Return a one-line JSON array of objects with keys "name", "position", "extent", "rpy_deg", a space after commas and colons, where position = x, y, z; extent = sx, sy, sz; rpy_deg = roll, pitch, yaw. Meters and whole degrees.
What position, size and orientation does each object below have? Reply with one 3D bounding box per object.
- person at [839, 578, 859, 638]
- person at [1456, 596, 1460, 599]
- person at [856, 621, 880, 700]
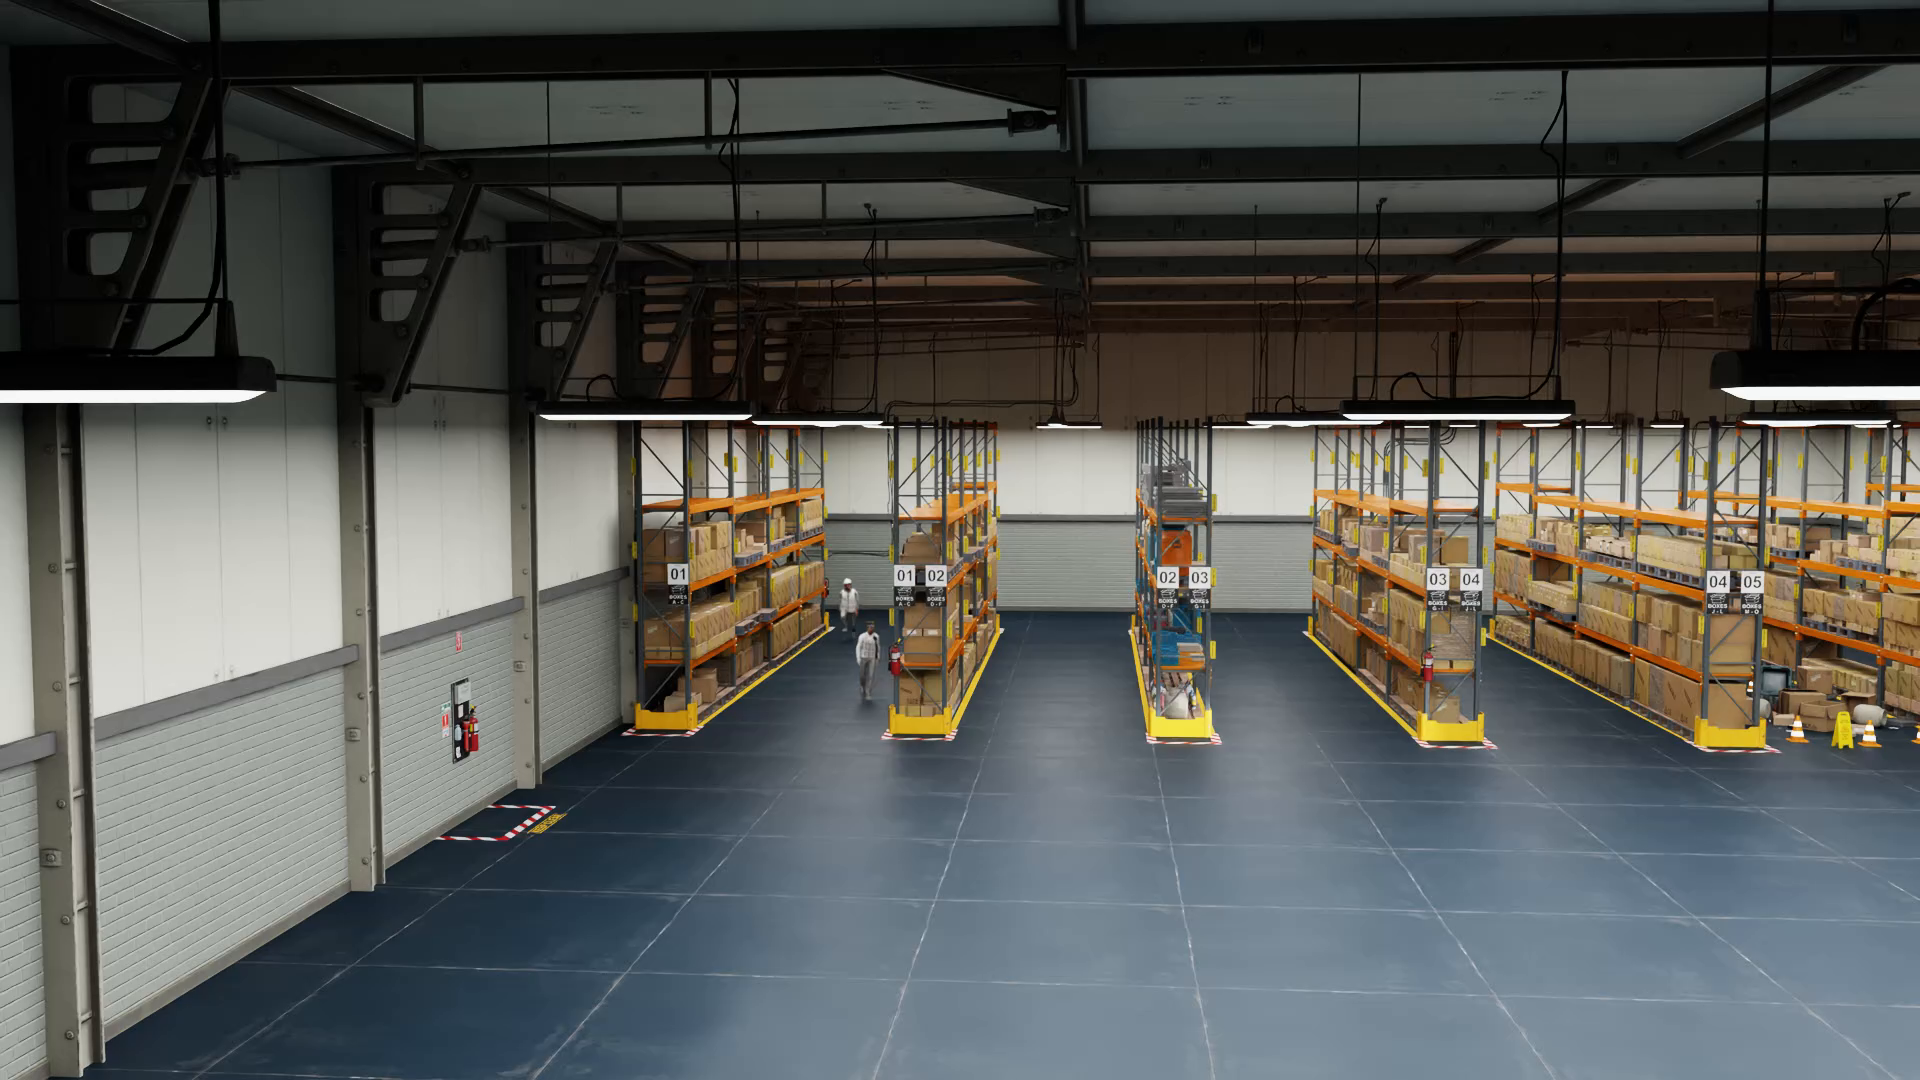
[{"name": "person", "position": [-3.015, 1.873, 45.226], "extent": [0.546, 1.677, 1.002], "rpy_deg": [0, 4, 1]}, {"name": "person", "position": [14.529, 1.757, 48.134], "extent": [0.484, 1.616, 1.066], "rpy_deg": [2, 4, 32]}, {"name": "person", "position": [-1.970, 2.577, 35.807], "extent": [0.562, 1.670, 0.743], "rpy_deg": [-1, 4, -15]}]
